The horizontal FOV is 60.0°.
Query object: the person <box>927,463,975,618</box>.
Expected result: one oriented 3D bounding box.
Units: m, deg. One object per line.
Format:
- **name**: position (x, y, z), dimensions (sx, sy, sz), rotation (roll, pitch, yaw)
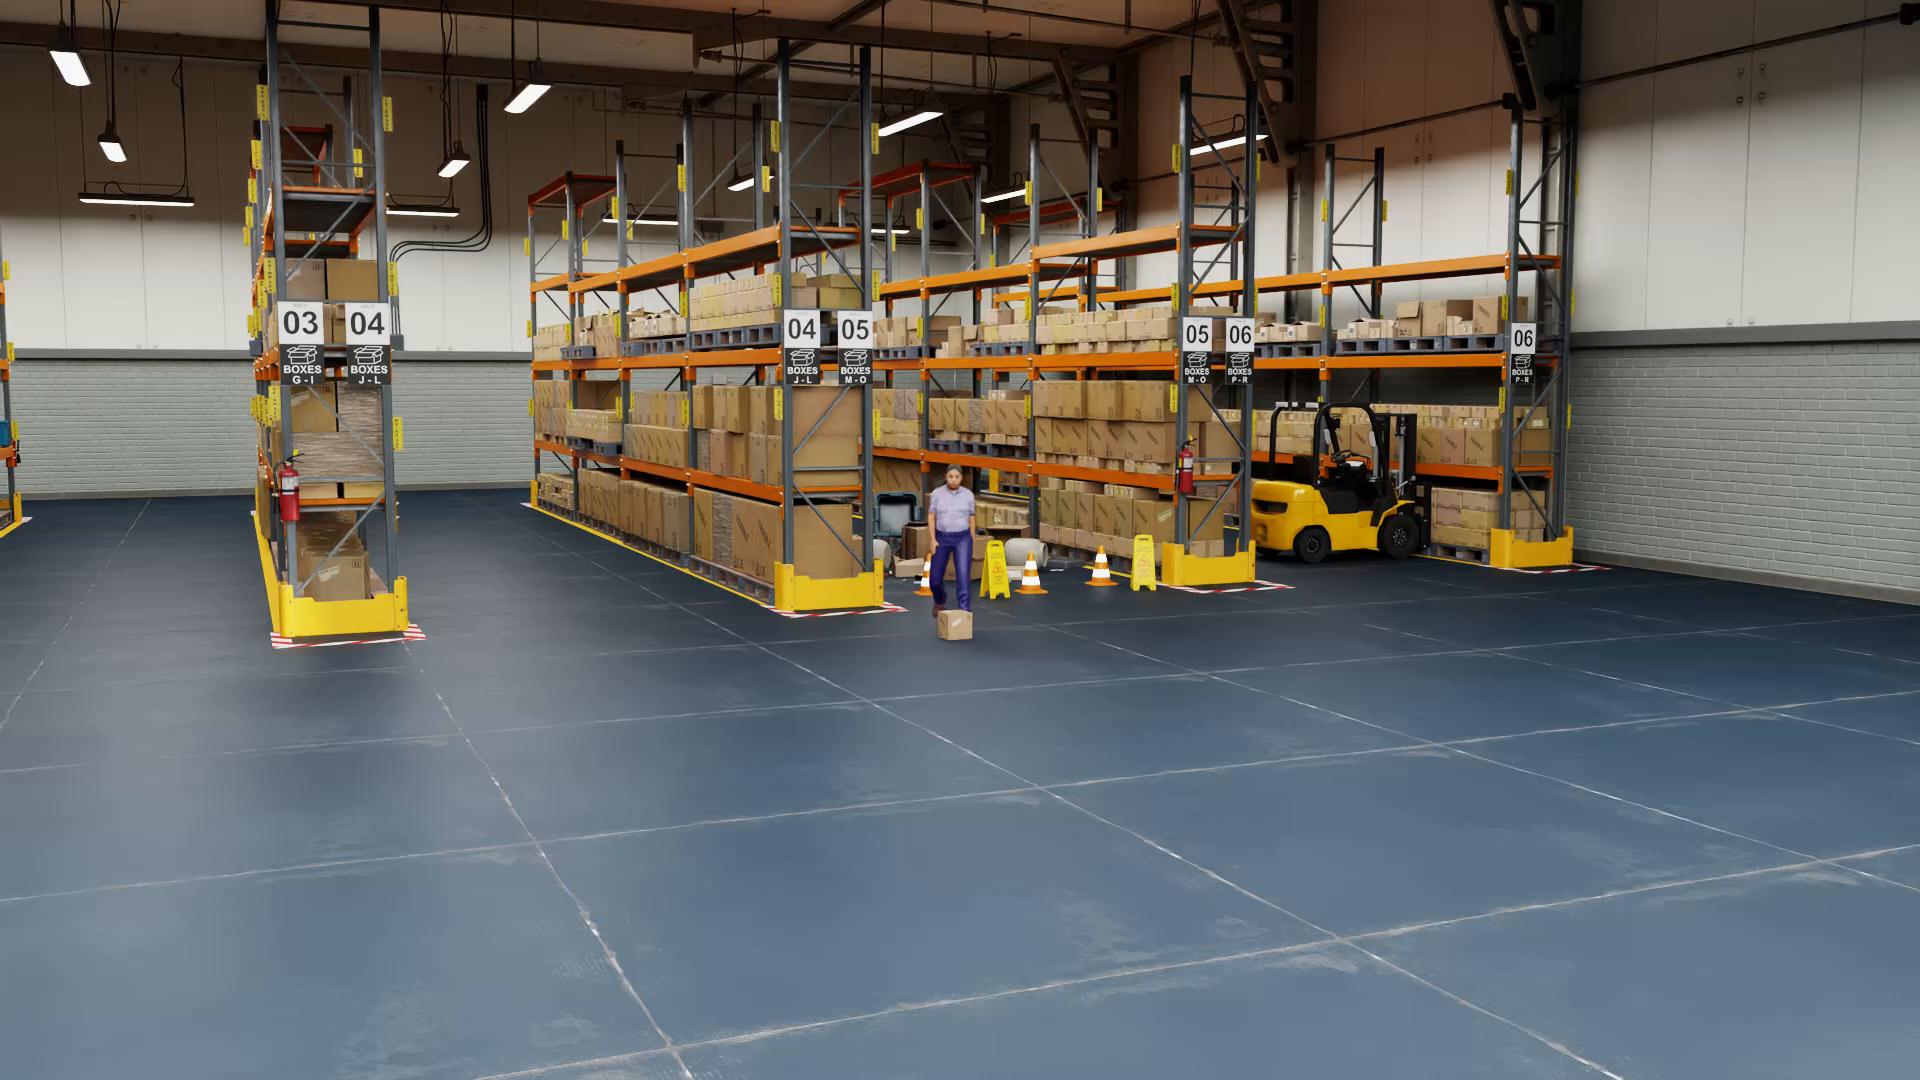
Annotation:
- **person**: position (-0.087, 0.044, 16.495), dimensions (0.482, 1.628, 0.787), rotation (0, 6, 0)
